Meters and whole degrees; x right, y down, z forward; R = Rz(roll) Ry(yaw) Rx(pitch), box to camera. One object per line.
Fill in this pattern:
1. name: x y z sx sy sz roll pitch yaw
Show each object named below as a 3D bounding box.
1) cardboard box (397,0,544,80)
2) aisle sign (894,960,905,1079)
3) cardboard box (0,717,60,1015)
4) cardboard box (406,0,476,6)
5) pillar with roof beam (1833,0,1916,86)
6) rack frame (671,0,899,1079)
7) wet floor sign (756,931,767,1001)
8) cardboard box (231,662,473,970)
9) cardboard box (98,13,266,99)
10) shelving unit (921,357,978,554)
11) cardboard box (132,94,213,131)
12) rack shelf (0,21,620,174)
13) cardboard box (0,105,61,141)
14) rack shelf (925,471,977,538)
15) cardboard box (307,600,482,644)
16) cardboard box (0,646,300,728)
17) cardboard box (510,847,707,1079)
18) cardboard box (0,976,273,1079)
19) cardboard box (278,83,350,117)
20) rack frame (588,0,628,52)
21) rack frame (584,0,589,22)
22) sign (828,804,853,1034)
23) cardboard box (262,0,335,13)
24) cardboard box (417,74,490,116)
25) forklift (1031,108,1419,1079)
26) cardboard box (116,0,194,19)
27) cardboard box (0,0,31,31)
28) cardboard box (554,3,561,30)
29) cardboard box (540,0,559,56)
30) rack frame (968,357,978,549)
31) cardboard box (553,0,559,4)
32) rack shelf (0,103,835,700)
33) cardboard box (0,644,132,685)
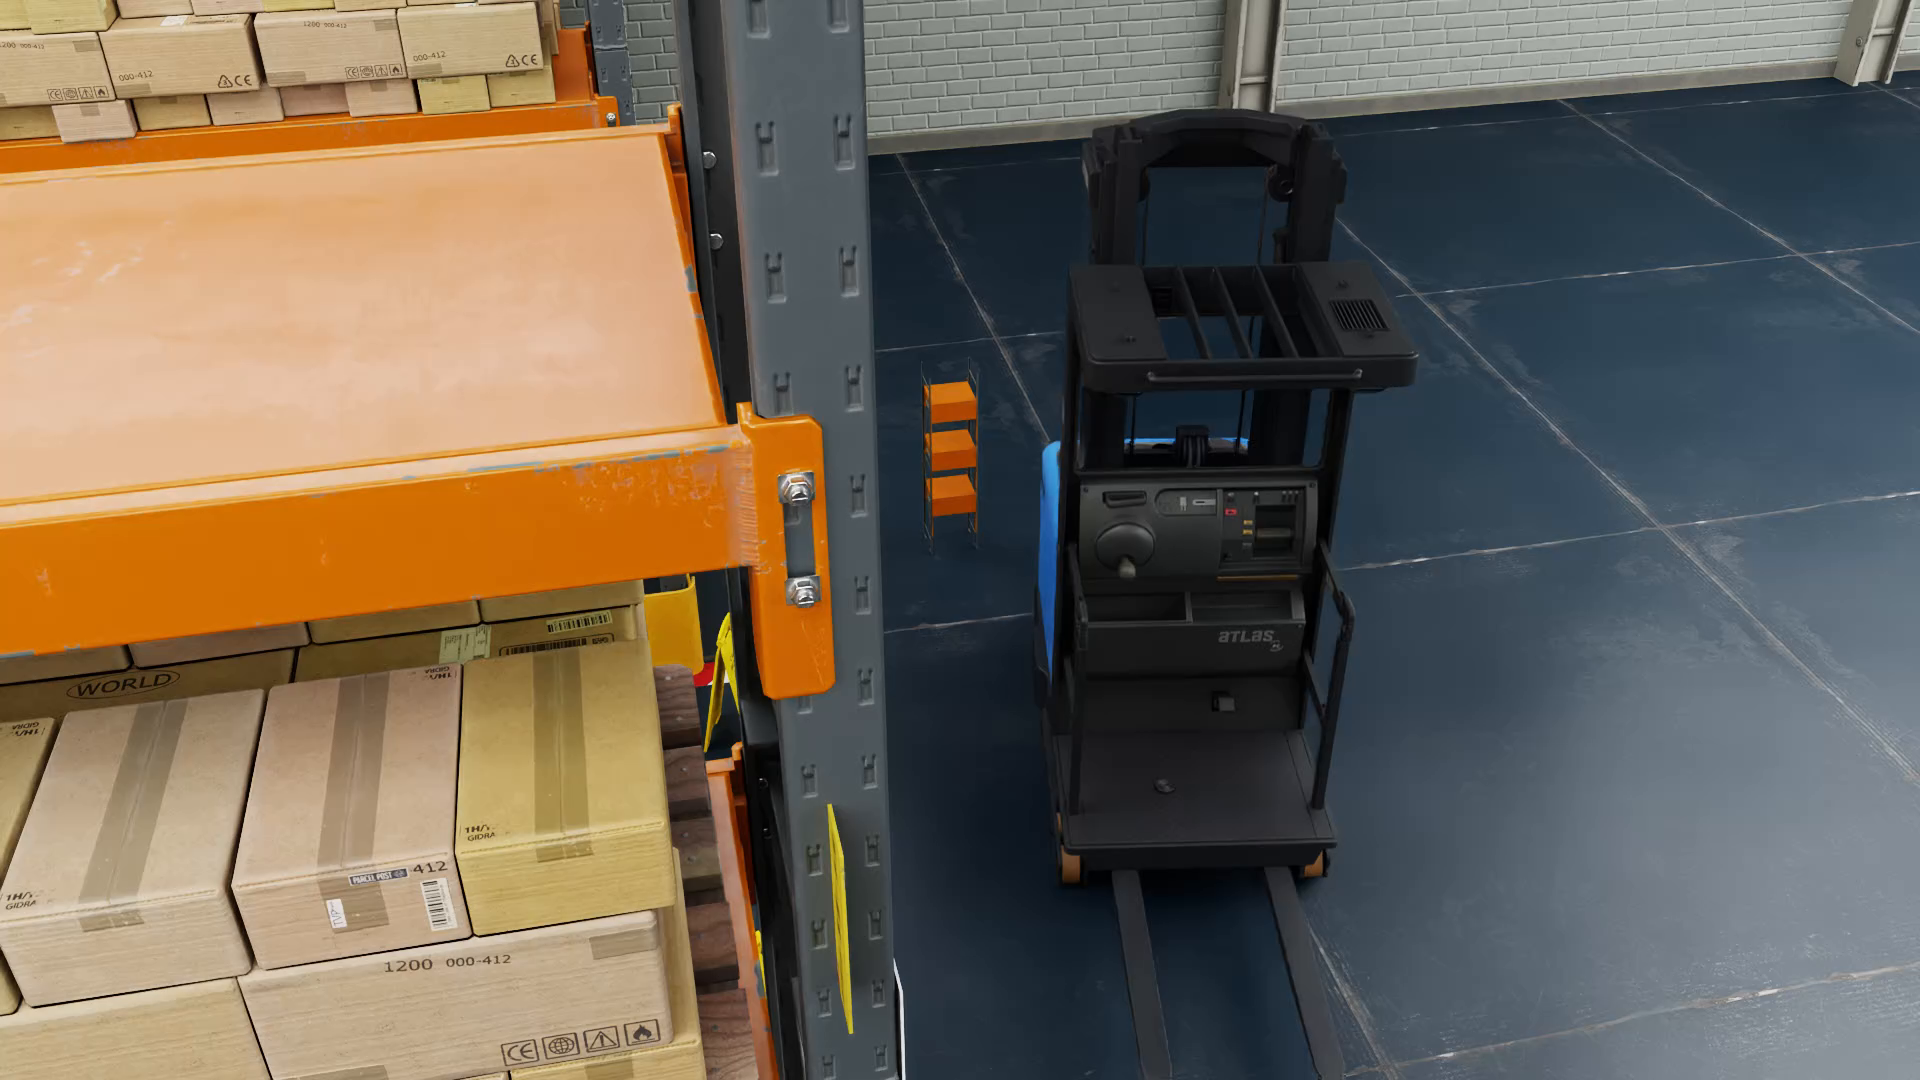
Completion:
1. cardboard box: -1.890 -2.003 6.441 0.500 0.250 0.500 -8 35 -11
2. aisle sign: -0.125 0.848 2.685 0.004 0.787 0.394 -7 35 -11
3. cardboard box: -1.260 0.404 2.030 0.250 0.149 0.380 -7 34 -10
4. cardboard box: -1.975 -2.165 6.325 0.250 0.149 0.380 -7 34 -10
5. pillar with roof beam: 9.227 -5.633 9.292 0.400 9.000 9.100 -7 35 -11
6. rack frame: -0.260 -0.718 1.968 0.127 3.000 1.000 -7 35 -11
7. wet floor sign: -0.669 1.671 5.904 0.232 0.644 0.267 -13 36 -19
8. cardboard box: -0.758 0.340 2.125 0.250 0.149 0.380 -7 34 -10
9. cardboard box: -2.886 -1.875 6.251 0.500 0.250 0.500 -6 34 -9
10. shelving unit: -0.052 -0.429 8.671 0.252 1.050 0.215 -7 35 -11
11. cardboard box: -2.992 -1.708 6.360 0.250 0.149 0.380 -8 35 -12
12. rack shelf: -3.401 -1.606 6.628 4.000 0.370 1.077 -7 35 -11
13. cardboard box: -3.487 -1.649 6.272 0.250 0.149 0.380 -7 34 -10
14. rack shelf: -0.052 -0.190 8.831 0.240 0.259 0.215 -7 35 -11
15. cardboard box: -0.900 -0.017 2.658 0.250 0.149 0.380 -7 34 -10
16. cardboard box: -1.282 0.233 2.643 0.500 0.250 0.500 -8 35 -11
17. cardboard box: -0.510 0.641 2.393 0.250 0.149 0.380 -7 35 -11
18. cardboard box: -1.164 0.523 2.211 0.500 0.250 0.500 -7 35 -10
19. cardboard box: -2.501 -1.793 6.487 0.250 0.149 0.380 -7 34 -10
20. rack frame: -1.451 -3.396 5.958 0.127 3.000 1.000 -7 35 -11
21. rack frame: -2.549 -3.602 11.649 0.127 3.000 1.000 -7 35 -11
22. sign: -0.154 0.489 2.137 0.005 0.325 0.100 -7 35 -11
23. cardboard box: -2.479 -2.120 6.258 0.250 0.149 0.380 -7 34 -10
24. cardboard box: -1.972 -1.802 6.500 0.250 0.149 0.380 -7 34 -10
25. forklift: 0.940 0.016 6.319 1.130 2.935 3.031 -1 34 -2
26. cardboard box: -2.980 -2.076 6.193 0.250 0.149 0.380 -8 35 -12
27. cardboard box: -3.475 -1.983 6.054 0.250 0.149 0.380 -7 34 -10
28. cardboard box: -2.971 -3.441 11.319 0.500 0.500 0.500 -8 35 -12
29. cardboard box: -1.846 -2.182 7.066 0.250 0.149 0.380 -7 35 -10
30. rack frame: 0.067 -0.444 8.693 0.008 1.050 0.200 -7 35 -11
31. cardboard box: -2.826 -3.718 11.150 0.250 0.149 0.380 -7 34 -10
32. rack shelf: -2.211 -0.008 1.913 4.000 0.370 1.077 -7 35 -11
33. cardboard box: -1.397 0.045 2.565 0.250 0.149 0.380 -7 34 -10
